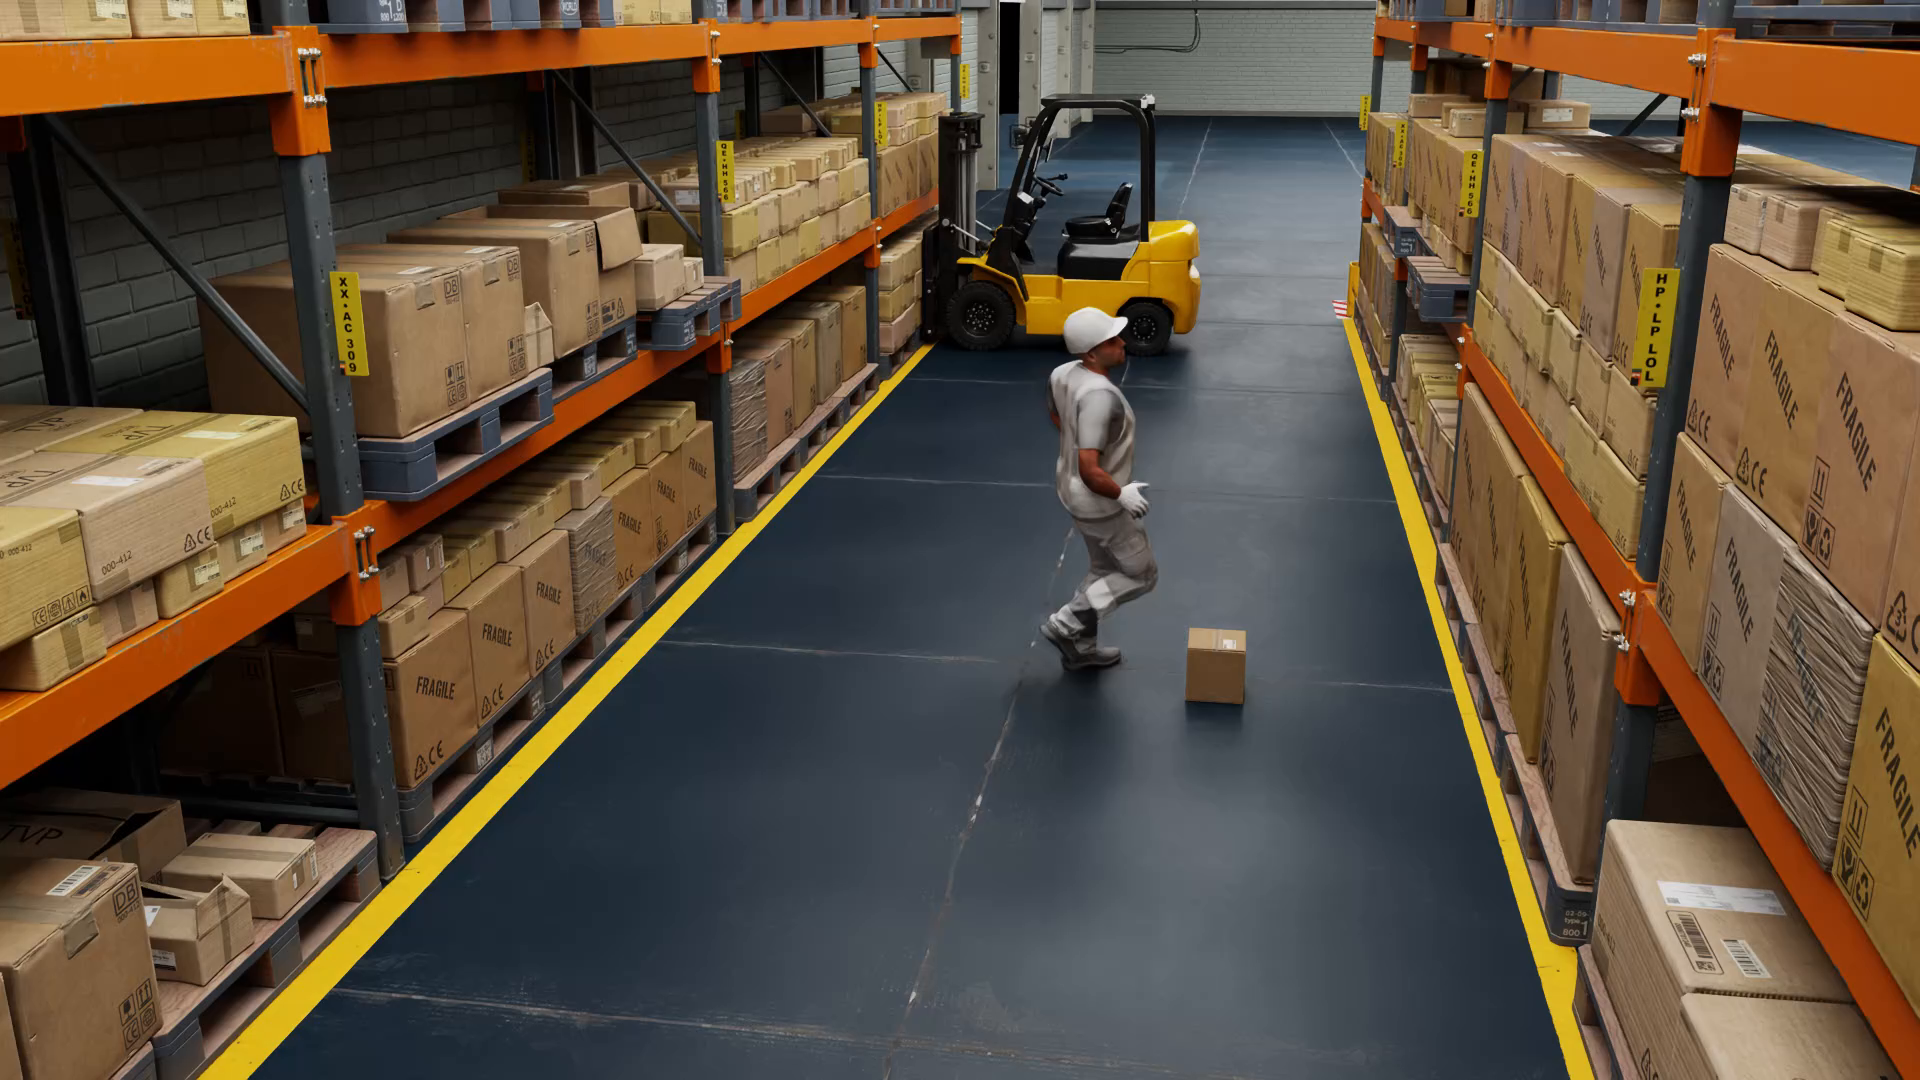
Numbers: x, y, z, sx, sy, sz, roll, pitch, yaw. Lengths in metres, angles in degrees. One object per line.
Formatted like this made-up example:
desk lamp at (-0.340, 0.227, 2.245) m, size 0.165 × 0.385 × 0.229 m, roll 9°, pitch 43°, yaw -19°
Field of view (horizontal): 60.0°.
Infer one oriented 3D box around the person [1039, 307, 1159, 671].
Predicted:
person at (0.620, -0.177, 7.179) m, size 0.519 × 1.713 × 0.714 m, roll -5°, pitch 18°, yaw -15°
